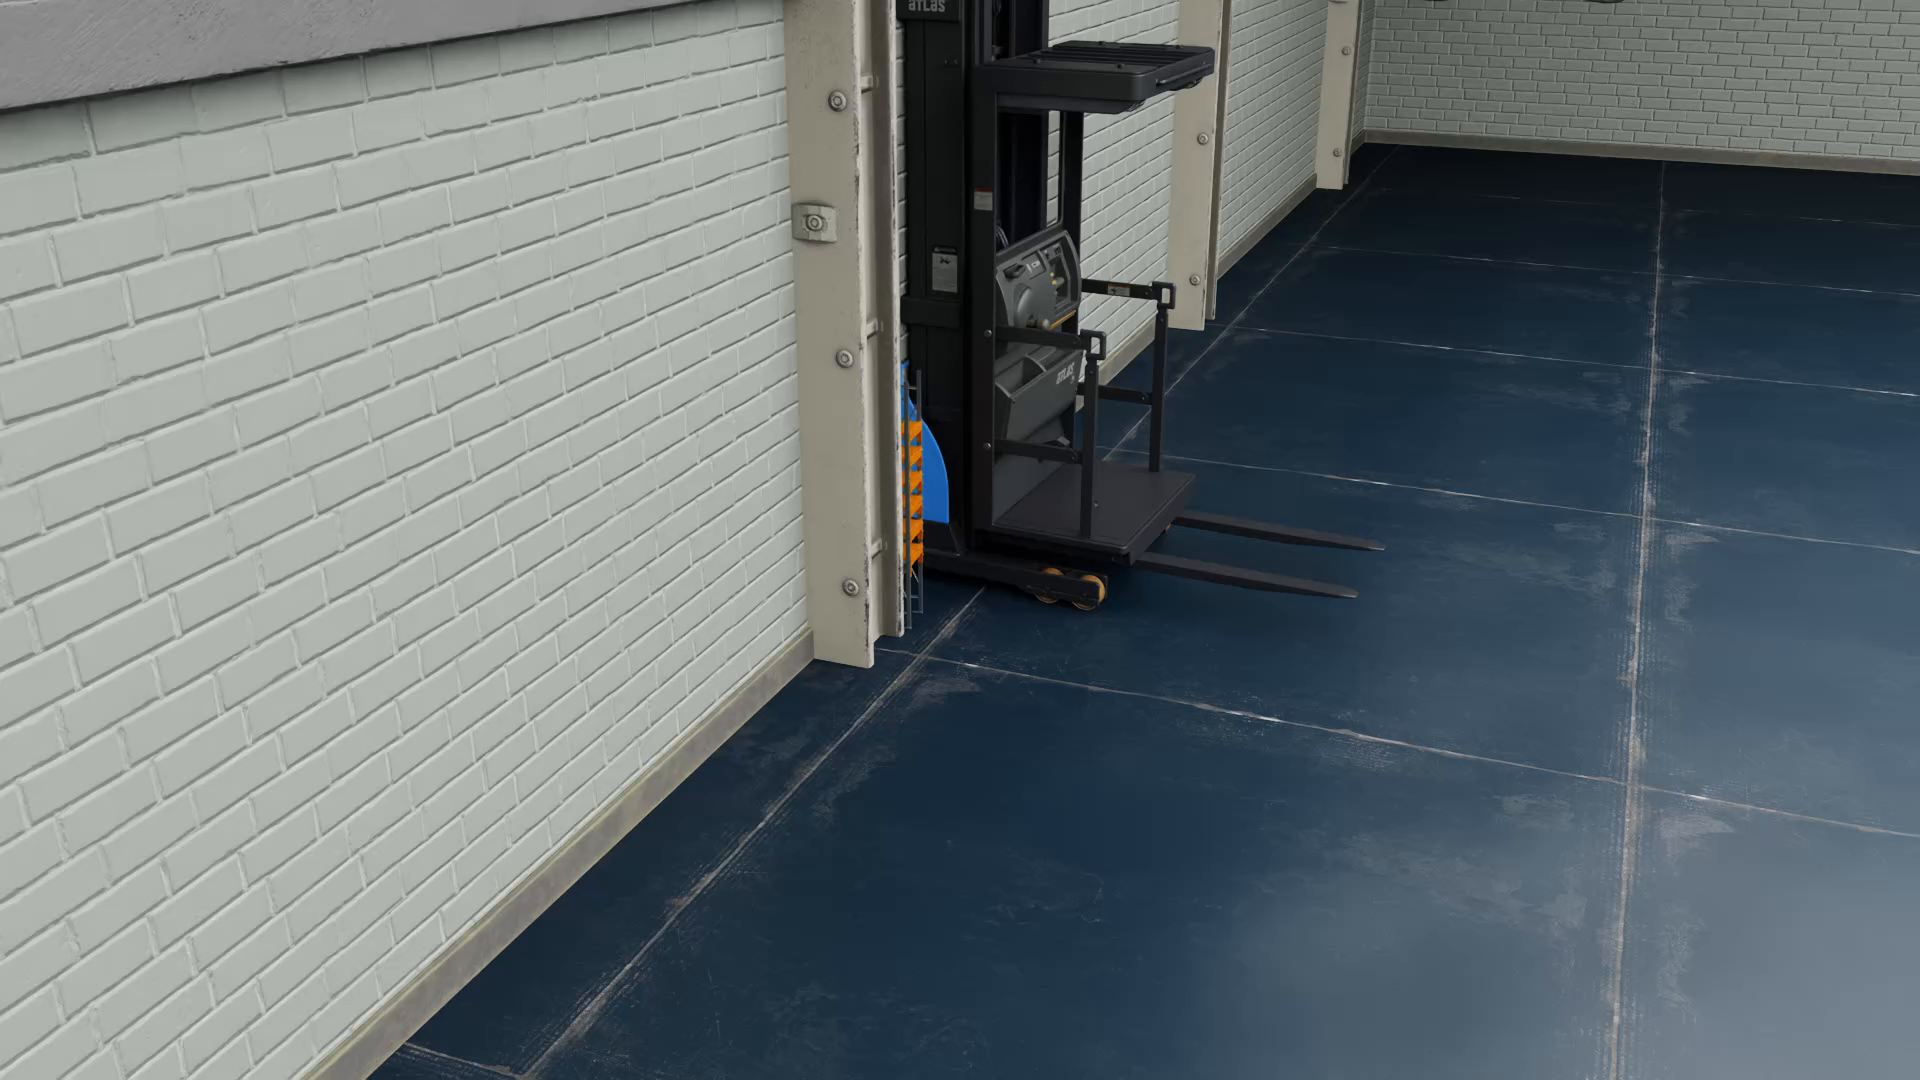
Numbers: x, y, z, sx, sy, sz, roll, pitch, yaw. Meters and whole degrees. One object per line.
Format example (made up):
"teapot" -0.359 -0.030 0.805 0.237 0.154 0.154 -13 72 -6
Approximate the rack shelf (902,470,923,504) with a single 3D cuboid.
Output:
"rack shelf" -0.317 -0.254 7.604 0.258 0.103 0.180 6 23 15

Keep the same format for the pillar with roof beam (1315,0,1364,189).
"pillar with roof beam" 7.981 -7.353 14.677 9.100 9.000 0.400 9 24 20

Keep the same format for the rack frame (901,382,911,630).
"rack frame" -0.342 -0.151 7.552 0.240 1.200 0.006 6 23 15

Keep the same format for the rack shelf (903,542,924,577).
"rack shelf" -0.318 0.079 7.742 0.258 0.103 0.180 6 23 15

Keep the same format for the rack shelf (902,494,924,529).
"rack shelf" -0.317 -0.143 7.650 0.258 0.103 0.180 6 23 15

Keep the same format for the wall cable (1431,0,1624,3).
"wall cable" 6.306 -7.401 18.822 3.097 2.526 0.112 9 24 20

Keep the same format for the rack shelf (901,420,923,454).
"rack shelf" -0.317 -0.476 7.513 0.258 0.103 0.180 6 23 15

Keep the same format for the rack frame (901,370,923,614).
"rack frame" -0.292 -0.218 7.714 0.240 1.200 0.006 6 23 15

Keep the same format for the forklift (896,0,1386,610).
"forklift" 0.566 -1.250 7.940 3.031 2.935 1.130 10 25 23

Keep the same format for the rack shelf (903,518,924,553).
"rack shelf" -0.317 -0.032 7.696 0.258 0.103 0.180 6 23 15

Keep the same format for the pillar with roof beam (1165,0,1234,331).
"pillar with roof beam" 5.753 -5.206 9.537 9.100 9.000 0.400 9 24 20

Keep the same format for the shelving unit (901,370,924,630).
"shelving unit" -0.317 -0.184 7.633 0.258 1.200 0.189 6 23 15

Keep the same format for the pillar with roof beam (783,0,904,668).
"pillar with roof beam" 3.524 -3.058 4.397 9.100 9.000 0.400 9 24 20

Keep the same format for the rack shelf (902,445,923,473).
"rack shelf" -0.317 -0.365 7.559 0.258 0.103 0.180 6 23 15
